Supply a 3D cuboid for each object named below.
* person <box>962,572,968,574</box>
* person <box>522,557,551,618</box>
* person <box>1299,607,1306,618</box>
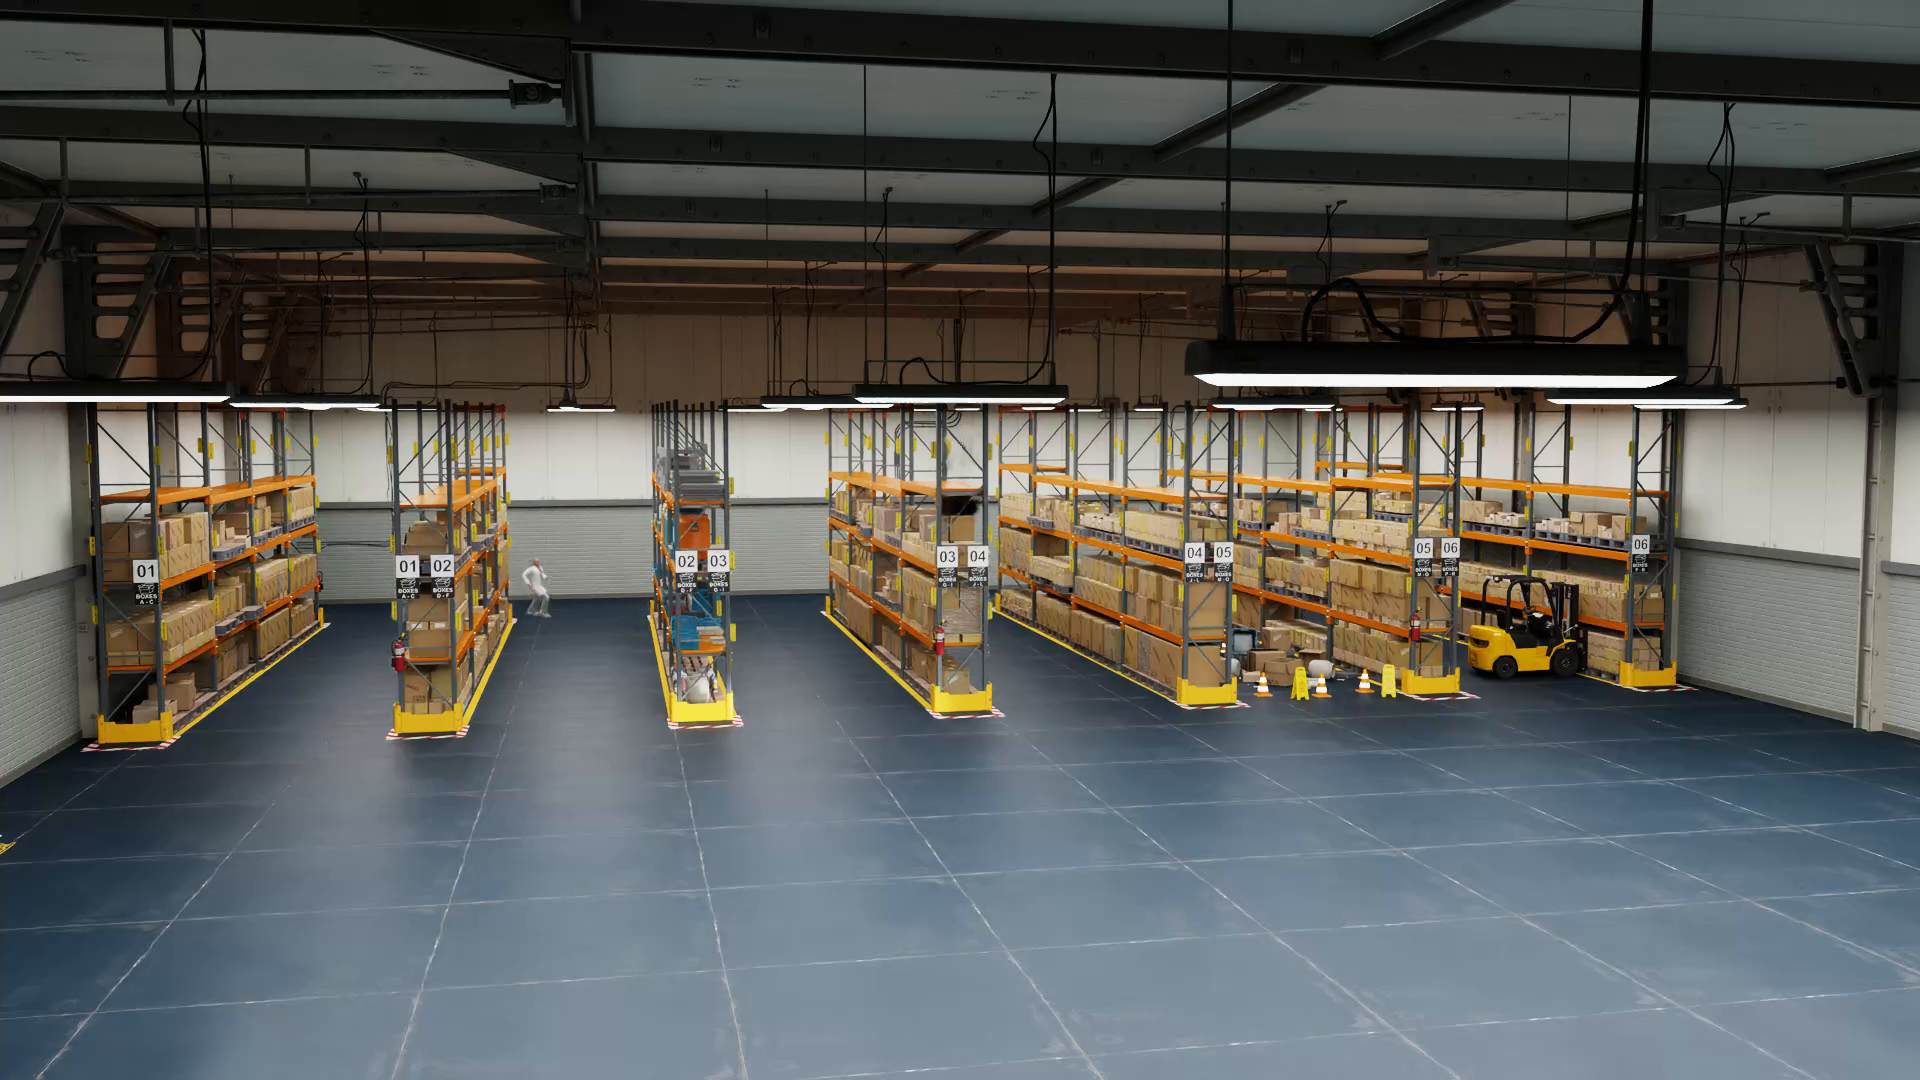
[{"bbox_3d":[-0.079,1.248,48.211,0.733,1.698,0.503,1,4,16],"label":"person"},{"bbox_3d":[-11.955,1.327,46.853,0.788,1.695,0.827,1,4,10],"label":"person"},{"bbox_3d":[9.640,1.384,46.941,0.563,1.622,0.572,-2,5,-30],"label":"person"}]
